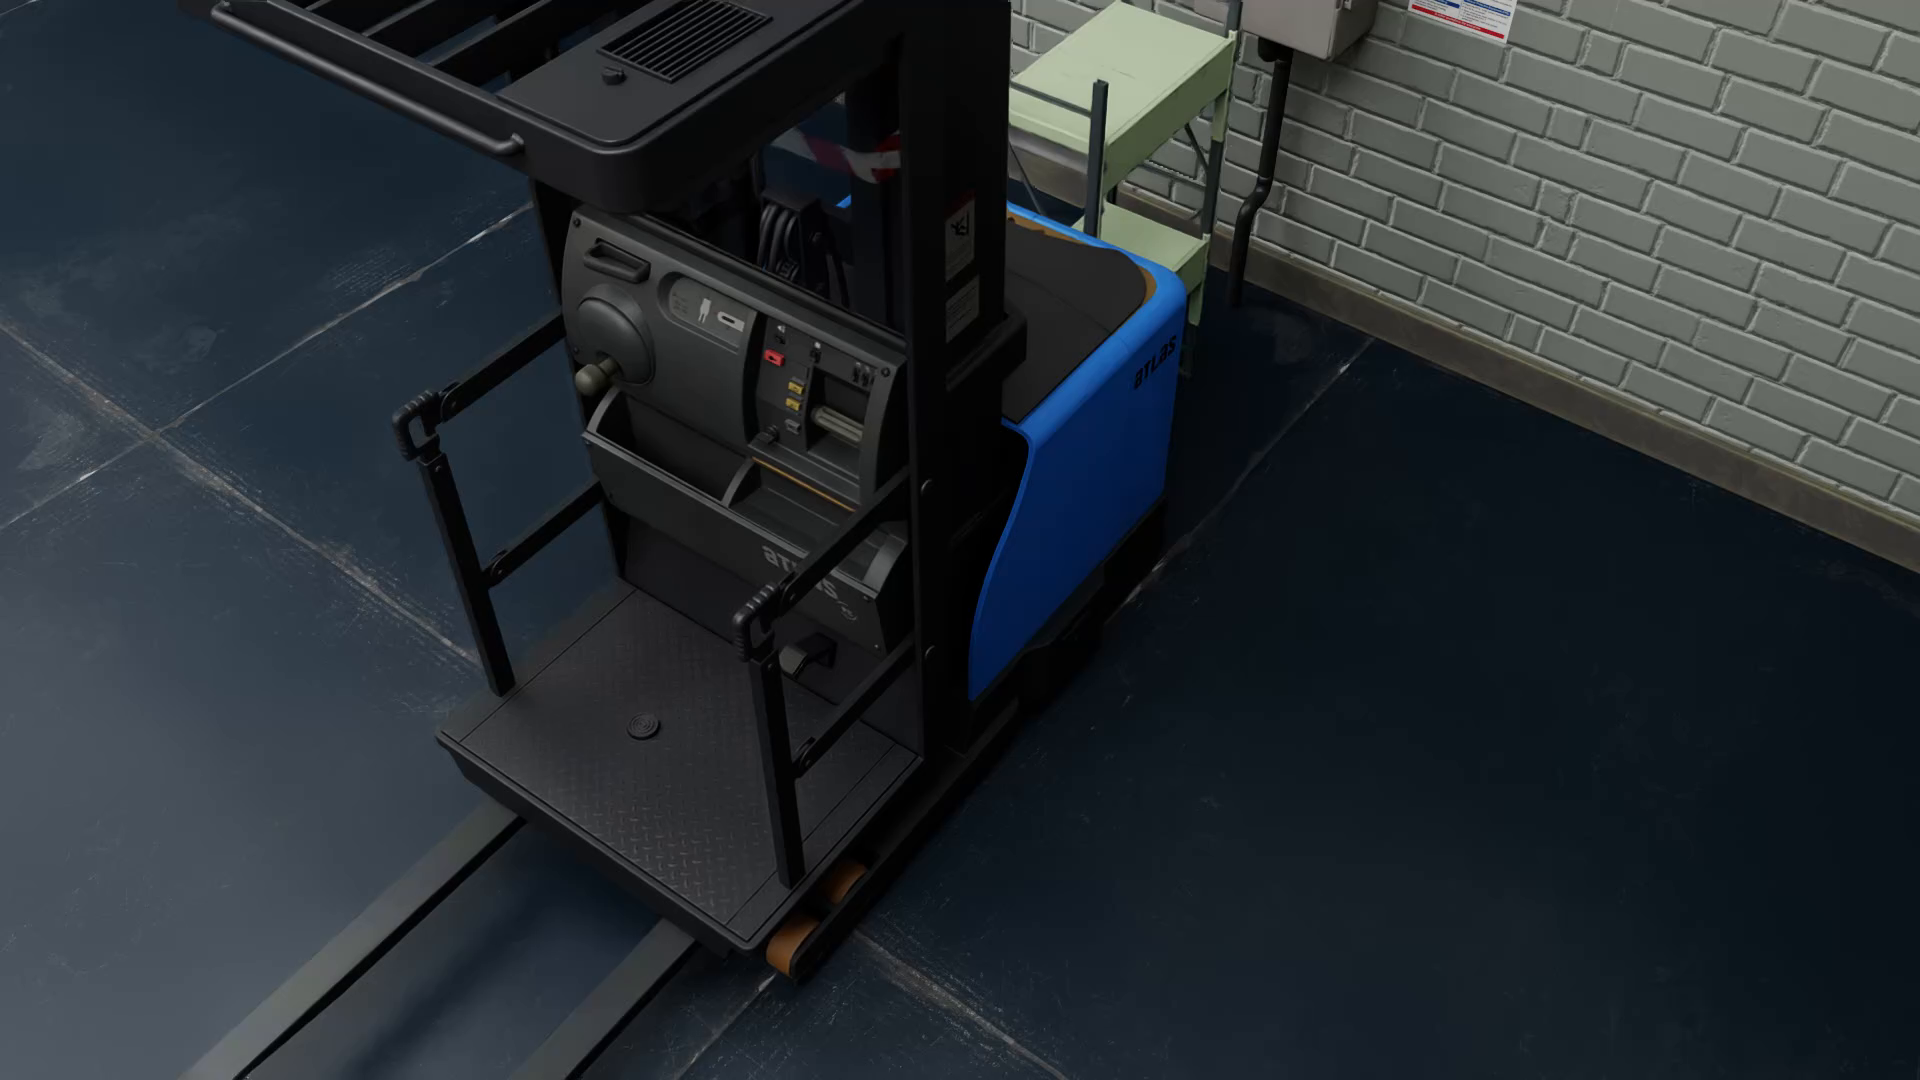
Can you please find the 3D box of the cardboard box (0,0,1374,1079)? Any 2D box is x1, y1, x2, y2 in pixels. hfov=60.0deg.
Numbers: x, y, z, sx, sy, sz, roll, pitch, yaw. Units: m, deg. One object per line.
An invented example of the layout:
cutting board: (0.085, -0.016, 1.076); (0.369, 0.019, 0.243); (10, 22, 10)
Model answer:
cardboard box: (-4.927, 1.261, 2.974); (6.103, 1.550, 13.522); (28, 53, 24)

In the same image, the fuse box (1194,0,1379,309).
fuse box: (0.998, -1.426, 5.429); (0.539, 1.711, 0.414); (29, 53, 25)

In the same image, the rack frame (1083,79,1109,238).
rack frame: (0.217, -0.745, 4.925); (0.400, 1.500, 0.023); (28, 52, 24)

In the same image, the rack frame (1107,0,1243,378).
rack frame: (0.647, -1.174, 5.334); (0.400, 1.500, 0.023); (28, 52, 24)

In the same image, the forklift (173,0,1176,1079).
forklift: (-0.680, -0.264, 3.537); (1.107, 2.843, 2.937); (28, 52, 24)

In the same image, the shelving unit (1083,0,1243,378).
shelving unit: (0.432, -0.959, 5.129); (0.400, 1.500, 0.755); (28, 52, 24)
